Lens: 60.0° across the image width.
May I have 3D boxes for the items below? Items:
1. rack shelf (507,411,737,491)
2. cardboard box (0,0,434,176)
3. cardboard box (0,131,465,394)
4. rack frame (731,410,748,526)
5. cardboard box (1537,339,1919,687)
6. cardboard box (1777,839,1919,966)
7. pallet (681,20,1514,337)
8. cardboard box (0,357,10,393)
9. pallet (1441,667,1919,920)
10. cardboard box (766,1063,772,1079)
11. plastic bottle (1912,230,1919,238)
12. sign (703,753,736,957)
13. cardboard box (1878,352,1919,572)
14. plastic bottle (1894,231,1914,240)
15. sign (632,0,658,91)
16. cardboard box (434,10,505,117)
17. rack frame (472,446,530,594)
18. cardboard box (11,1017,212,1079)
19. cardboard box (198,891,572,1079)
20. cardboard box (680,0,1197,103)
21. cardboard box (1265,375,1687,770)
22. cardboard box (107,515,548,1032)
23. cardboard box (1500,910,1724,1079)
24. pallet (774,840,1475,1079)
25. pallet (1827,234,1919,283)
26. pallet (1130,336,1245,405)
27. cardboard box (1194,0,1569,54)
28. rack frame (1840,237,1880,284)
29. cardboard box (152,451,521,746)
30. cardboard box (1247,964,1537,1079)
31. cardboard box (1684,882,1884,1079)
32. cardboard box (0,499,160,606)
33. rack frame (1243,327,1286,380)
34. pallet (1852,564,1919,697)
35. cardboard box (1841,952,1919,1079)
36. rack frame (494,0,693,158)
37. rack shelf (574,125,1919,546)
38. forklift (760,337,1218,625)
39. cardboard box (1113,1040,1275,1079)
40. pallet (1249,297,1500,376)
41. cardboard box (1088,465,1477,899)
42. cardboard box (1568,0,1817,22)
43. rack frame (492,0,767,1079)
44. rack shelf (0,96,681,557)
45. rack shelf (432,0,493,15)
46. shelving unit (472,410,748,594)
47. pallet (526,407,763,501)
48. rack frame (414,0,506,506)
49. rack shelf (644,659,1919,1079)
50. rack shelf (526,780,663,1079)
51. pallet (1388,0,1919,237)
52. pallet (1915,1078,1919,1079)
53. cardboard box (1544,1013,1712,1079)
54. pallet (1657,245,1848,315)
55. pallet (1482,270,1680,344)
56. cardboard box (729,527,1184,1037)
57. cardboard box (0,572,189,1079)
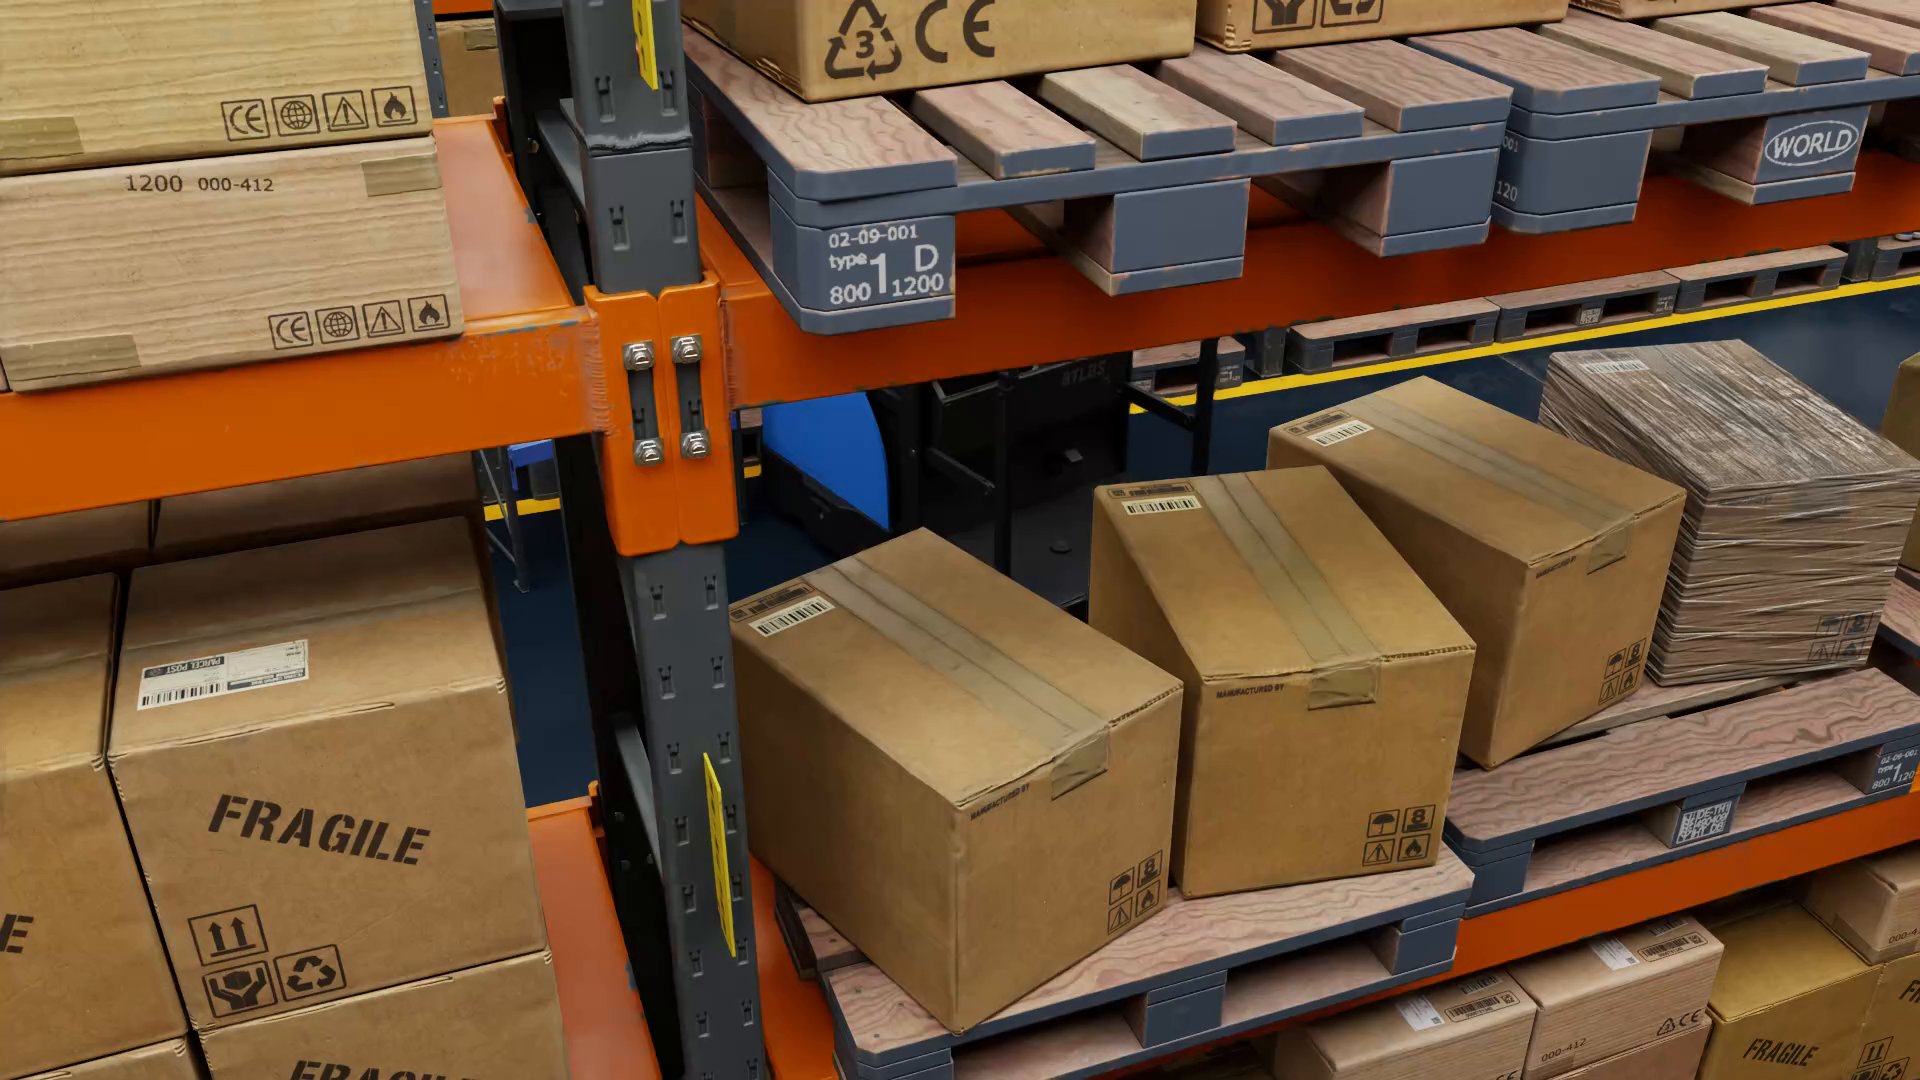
[{"bbox_3d":[-1.512,-0.521,7.012,1.000,0.185,0.538,-19,35,-29],"label":"rack shelf"},{"bbox_3d":[-0.921,-0.643,1.965,0.500,0.250,0.500,-10,31,-18],"label":"cardboard box"},{"bbox_3d":[-0.923,-0.428,2.093,0.500,0.250,0.500,-10,31,-18],"label":"cardboard box"},{"bbox_3d":[-1.093,-0.819,7.173,0.032,1.500,0.500,-19,35,-29],"label":"rack frame"},{"bbox_3d":[1.715,-0.084,3.841,0.500,0.500,0.700,-5,30,-8],"label":"cardboard box"},{"bbox_3d":[2.343,0.763,4.204,0.500,0.250,0.500,-9,31,-16],"label":"cardboard box"},{"bbox_3d":[0.076,-0.699,2.607,1.003,0.211,1.213,-10,31,-18],"label":"pallet"},{"bbox_3d":[-1.395,-0.347,1.950,0.500,0.250,0.500,-10,31,-18],"label":"cardboard box"},{"bbox_3d":[1.368,0.333,3.829,1.213,0.211,1.003,-10,31,-18],"label":"pallet"},{"bbox_3d":[-0.197,1.279,4.055,0.500,0.500,0.500,-11,31,-18],"label":"cardboard box"},{"bbox_3d":[5.761,-1.922,9.975,0.097,0.201,0.097,0,30,0],"label":"plastic bottle"},{"bbox_3d":[-0.363,0.477,2.509,0.005,0.325,0.100,-10,31,-18],"label":"sign"},{"bbox_3d":[2.638,-0.153,3.963,0.500,0.500,0.700,-22,37,-34],"label":"cardboard box"},{"bbox_3d":[5.666,-1.935,9.927,0.097,0.271,0.097,0,30,0],"label":"plastic bottle"},{"bbox_3d":[-0.363,-0.675,1.852,0.005,0.325,0.100,-10,31,-18],"label":"sign"},{"bbox_3d":[-3.417,-3.373,11.863,0.875,0.875,1.225,-10,31,-17],"label":"cardboard box"},{"bbox_3d":[-1.931,-0.534,6.673,0.032,1.500,0.500,-19,35,-29],"label":"rack frame"},{"bbox_3d":[-1.421,0.854,2.620,0.500,0.500,0.500,-10,31,-16],"label":"cardboard box"},{"bbox_3d":[-0.939,0.764,2.777,0.500,0.500,0.500,-10,31,-17],"label":"cardboard box"},{"bbox_3d":[-0.062,-1.023,2.359,0.600,0.600,0.600,-14,32,-22],"label":"cardboard box"},{"bbox_3d":[1.075,0.043,3.619,0.500,0.500,0.700,-19,35,-30],"label":"cardboard box"},{"bbox_3d":[-0.943,0.332,2.526,0.500,0.500,0.500,-10,31,-17],"label":"cardboard box"},{"bbox_3d":[1.386,0.942,3.890,0.500,0.250,0.500,-11,31,-19],"label":"cardboard box"},{"bbox_3d":[0.227,0.599,3.363,1.213,0.211,1.003,-10,31,-18],"label":"pallet"},{"bbox_3d":[5.859,-1.962,10.481,1.213,0.211,1.003,-10,31,-18],"label":"pallet"},{"bbox_3d":[0.741,-1.020,8.827,1.213,0.211,1.003,-10,31,-18],"label":"pallet"},{"bbox_3d":[0.557,-1.149,2.580,0.600,0.600,0.600,-11,31,-18],"label":"cardboard box"},{"bbox_3d":[5.215,-3.077,9.621,0.127,3.000,1.000,-10,31,-18],"label":"rack frame"},{"bbox_3d":[-1.099,0.075,2.977,0.500,0.500,0.500,-10,31,-16],"label":"cardboard box"},{"bbox_3d":[0.916,1.029,3.738,0.500,0.250,0.500,-10,31,-18],"label":"cardboard box"},{"bbox_3d":[1.910,1.166,4.253,0.500,0.500,0.500,-12,32,-19],"label":"cardboard box"},{"bbox_3d":[-1.583,0.165,2.820,0.500,0.500,0.500,-11,32,-19],"label":"cardboard box"},{"bbox_3d":[1.466,-2.387,8.409,0.127,3.000,1.000,-10,31,-18],"label":"rack frame"},{"bbox_3d":[2.579,0.145,4.159,1.003,0.211,1.213,-10,31,-18],"label":"pallet"},{"bbox_3d":[2.395,1.077,4.410,0.500,0.500,0.500,-9,31,-16],"label":"cardboard box"},{"bbox_3d":[-0.560,-2.004,1.677,0.127,3.000,1.000,-10,31,-18],"label":"rack frame"},{"bbox_3d":[1.315,-0.734,3.204,4.000,0.370,1.077,-10,31,-18],"label":"rack shelf"},{"bbox_3d":[0.392,-1.014,6.068,1.130,2.935,3.031,-20,35,-31],"label":"forklift"},{"bbox_3d":[0.475,1.430,3.791,0.500,0.500,0.500,-10,31,-17],"label":"cardboard box"},{"bbox_3d":[2.205,-1.291,9.303,1.213,0.211,1.003,-10,31,-18],"label":"pallet"},{"bbox_3d":[0.585,0.250,3.255,0.500,0.500,0.700,-6,30,-10],"label":"cardboard box"},{"bbox_3d":[1.187,-1.255,2.765,0.600,0.600,0.600,-12,32,-20],"label":"cardboard box"},{"bbox_3d":[-0.560,0.602,3.162,0.127,3.000,1.000,-10,31,-18],"label":"rack frame"},{"bbox_3d":[-2.434,-0.043,1.992,4.000,0.370,1.077,-10,31,-18],"label":"rack shelf"},{"bbox_3d":[-2.136,-4.027,12.015,4.000,0.370,1.077,-10,31,-18],"label":"rack shelf"},{"bbox_3d":[-1.512,-0.677,6.923,1.048,1.500,0.538,-19,35,-29],"label":"shelving unit"},{"bbox_3d":[-1.546,-0.599,8.087,1.213,0.211,1.003,-10,31,-18],"label":"pallet"},{"bbox_3d":[-2.283,-1.696,7.197,0.127,3.000,1.000,-10,31,-18],"label":"rack frame"},{"bbox_3d":[1.315,0.570,3.946,4.000,0.370,1.077,-10,31,-18],"label":"rack shelf"},{"bbox_3d":[-2.434,1.260,2.735,4.000,0.370,1.077,-10,31,-18],"label":"rack shelf"},{"bbox_3d":[1.047,-0.880,2.924,1.003,0.211,1.213,-10,31,-18],"label":"pallet"},{"bbox_3d":[2.476,1.235,4.869,1.213,0.211,1.003,-10,31,-18],"label":"pallet"},{"bbox_3d":[1.420,1.260,4.089,0.500,0.500,0.500,-12,32,-19],"label":"cardboard box"},{"bbox_3d":[4.492,-1.712,10.042,1.213,0.211,1.003,-10,31,-18],"label":"pallet"},{"bbox_3d":[3.347,-1.500,9.669,1.213,0.211,1.003,-10,31,-18],"label":"pallet"},{"bbox_3d":[-0.038,0.399,2.995,0.500,0.500,0.700,-22,37,-34],"label":"cardboard box"},{"bbox_3d":[-1.422,0.422,2.369,0.500,0.500,0.500,-11,31,-19],"label":"cardboard box"}]
